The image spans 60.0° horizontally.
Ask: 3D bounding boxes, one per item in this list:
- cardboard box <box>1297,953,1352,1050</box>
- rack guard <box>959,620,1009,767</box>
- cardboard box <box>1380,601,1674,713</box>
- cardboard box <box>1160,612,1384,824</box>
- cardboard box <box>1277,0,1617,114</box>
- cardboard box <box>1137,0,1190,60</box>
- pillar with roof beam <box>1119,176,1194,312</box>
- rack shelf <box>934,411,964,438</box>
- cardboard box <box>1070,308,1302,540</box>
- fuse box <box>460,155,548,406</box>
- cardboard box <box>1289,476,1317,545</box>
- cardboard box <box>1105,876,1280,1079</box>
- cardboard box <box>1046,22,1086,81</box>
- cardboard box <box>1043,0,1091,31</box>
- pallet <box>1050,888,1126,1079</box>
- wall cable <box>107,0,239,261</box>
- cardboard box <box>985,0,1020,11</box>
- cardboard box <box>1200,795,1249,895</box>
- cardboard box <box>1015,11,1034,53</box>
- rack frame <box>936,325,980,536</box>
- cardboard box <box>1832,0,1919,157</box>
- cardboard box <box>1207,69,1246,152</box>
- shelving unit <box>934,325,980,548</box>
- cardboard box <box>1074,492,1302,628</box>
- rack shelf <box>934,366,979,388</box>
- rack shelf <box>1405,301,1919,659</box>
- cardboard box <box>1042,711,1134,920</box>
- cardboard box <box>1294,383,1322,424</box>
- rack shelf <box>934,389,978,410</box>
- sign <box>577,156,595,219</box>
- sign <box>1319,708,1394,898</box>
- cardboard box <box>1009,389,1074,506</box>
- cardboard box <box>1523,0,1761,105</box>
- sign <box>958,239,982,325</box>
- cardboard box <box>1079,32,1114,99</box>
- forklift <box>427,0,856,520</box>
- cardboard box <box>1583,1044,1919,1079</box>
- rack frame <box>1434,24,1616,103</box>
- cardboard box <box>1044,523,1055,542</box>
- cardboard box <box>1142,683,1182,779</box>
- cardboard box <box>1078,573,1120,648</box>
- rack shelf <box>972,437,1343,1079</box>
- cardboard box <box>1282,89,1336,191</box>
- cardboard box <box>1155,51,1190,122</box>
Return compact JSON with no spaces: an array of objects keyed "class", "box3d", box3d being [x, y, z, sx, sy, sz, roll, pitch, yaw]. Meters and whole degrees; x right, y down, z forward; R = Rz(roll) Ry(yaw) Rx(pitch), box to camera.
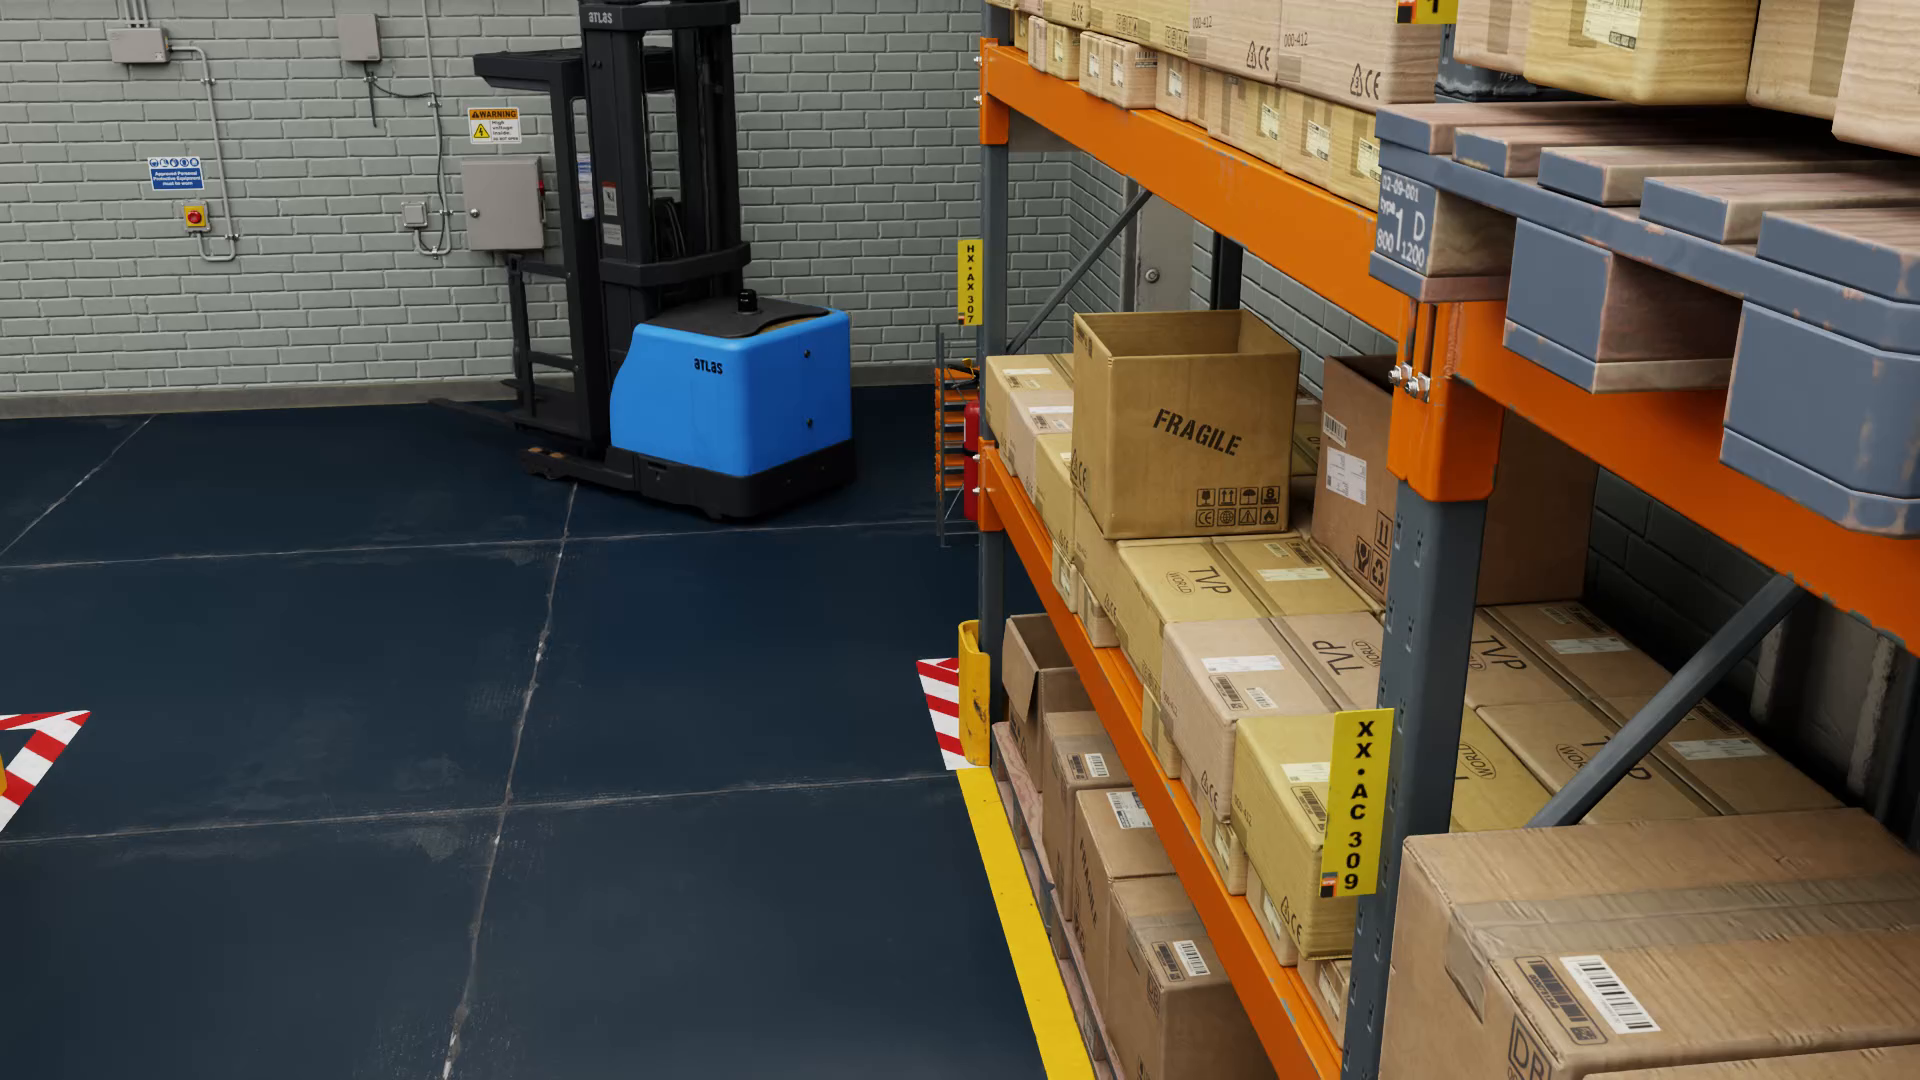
[{"class":"cardboard box","box3d":[0.860,0.808,3.126,0.380,0.149,0.250,-3,21,-7]},{"class":"rack guard","box3d":[0.590,0.600,6.895,1.175,0.500,0.348,-3,21,-8]},{"class":"cardboard box","box3d":[1.272,0.360,3.754,0.500,0.250,0.500,-3,21,-8]},{"class":"cardboard box","box3d":[0.754,0.382,3.696,0.500,0.250,0.500,-3,21,-8]},{"class":"cardboard box","box3d":[0.838,-0.841,2.683,0.500,0.250,0.500,-3,21,-8]},{"class":"cardboard box","box3d":[0.690,-1.199,3.640,0.500,0.250,0.500,-2,21,-7]},{"class":"pillar with roof beam","box3d":[-3.178,-4.170,7.519,9.100,9.000,0.400,-3,21,-8]},{"class":"rack shelf","box3d":[0.002,-0.628,8.966,0.258,0.103,0.180,-3,21,-8]},{"class":"cardboard box","box3d":[0.594,-0.328,4.524,0.500,0.500,0.500,-2,21,-6]},{"class":"fuse box","box3d":[-3.069,-1.749,11.453,0.539,1.711,0.414,-3,21,-8]},{"class":"cardboard box","box3d":[1.123,0.011,4.690,0.500,0.250,0.500,-3,21,-8]},{"class":"cardboard box","box3d":[0.808,1.251,4.553,0.700,0.500,0.500,-4,21,-10]},{"class":"cardboard box","box3d":[0.458,-1.402,4.754,0.380,0.149,0.250,-3,21,-8]},{"class":"cardboard box","box3d":[0.527,-1.551,4.585,0.500,0.250,0.500,-4,21,-9]},{"class":"pallet","box3d":[0.878,1.433,5.079,1.003,0.211,1.213,-3,21,-8]},{"class":"wall cable","box3d":[-5.168,-2.787,10.895,0.585,1.953,0.123,-3,21,-8]},{"class":"cardboard box","box3d":[0.372,-1.904,5.530,0.500,0.250,0.500,-3,21,-8]},{"class":"cardboard box","box3d":[0.739,0.630,3.602,0.380,0.149,0.250,-2,21,-6]},{"class":"cardboard box","box3d":[0.395,-1.763,5.721,0.380,0.149,0.250,-2,21,-7]},{"class":"rack frame","box3d":[-0.011,-0.589,9.078,0.240,1.200,0.006,-3,21,-8]},{"class":"cardboard box","box3d":[0.893,-0.354,1.206,0.380,0.149,0.250,-3,21,-7]},{"class":"cardboard box","box3d":[0.718,-0.873,3.339,0.380,0.149,0.250,-3,21,-8]},{"class":"shelving unit","box3d":[0.002,-0.557,8.993,0.258,1.200,0.189,-3,21,-8]},{"class":"cardboard box","box3d":[0.622,0.030,4.638,0.500,0.250,0.500,-3,21,-9]},{"class":"rack shelf","box3d":[0.002,-0.853,8.882,0.258,0.103,0.180,-3,21,-8]},{"class":"rack shelf","box3d":[1.444,0.412,0.567,1.077,0.370,4.000,-3,21,-8]},{"class":"cardboard box","box3d":[0.658,0.891,5.515,0.700,0.500,0.500,-2,21,-6]},{"class":"cardboard box","box3d":[0.981,-0.342,5.634,0.500,0.250,0.500,-3,21,-8]},{"class":"rack shelf","box3d":[0.002,-0.740,8.924,0.258,0.103,0.180,-3,21,-8]},{"class":"sign","box3d":[-2.610,-2.404,11.502,0.329,0.494,0.001,-3,21,-8]},{"class":"sign","box3d":[0.620,0.412,2.589,0.100,0.325,0.005,-3,21,-8]},{"class":"cardboard box","box3d":[0.451,-0.321,5.578,0.500,0.250,0.500,-3,21,-7]},{"class":"cardboard box","box3d":[0.808,-0.529,1.673,0.380,0.149,0.250,-3,21,-7]},{"class":"sign","box3d":[0.042,-0.975,6.304,0.100,0.325,0.005,-3,21,-8]},{"class":"cardboard box","box3d":[0.520,-1.227,4.286,0.380,0.149,0.250,-3,21,-8]},{"class":"forklift","box3d":[-2.124,-1.875,10.048,3.031,2.935,1.130,14,25,33]},{"class":"cardboard box","box3d":[1.079,0.902,1.771,0.700,0.500,0.500,-3,21,-7]},{"class":"rack frame","box3d":[1.155,-2.023,1.771,1.000,3.000,0.127,-3,21,-8]},{"class":"cardboard box","box3d":[0.485,-0.086,5.520,0.380,0.149,0.250,-2,21,-6]},{"class":"cardboard box","box3d":[0.664,0.451,4.082,0.380,0.149,0.250,-3,21,-9]},{"class":"cardboard box","box3d":[0.549,0.187,4.788,0.380,0.149,0.250,-2,21,-7]},{"class":"rack shelf","box3d":[0.867,0.432,4.800,1.077,0.370,4.000,-3,21,-8]},{"class":"cardboard box","box3d":[0.779,-0.694,2.860,0.380,0.149,0.250,-3,21,-8]},{"class":"cardboard box","box3d":[0.666,-1.054,3.823,0.380,0.149,0.250,-3,21,-7]}]
